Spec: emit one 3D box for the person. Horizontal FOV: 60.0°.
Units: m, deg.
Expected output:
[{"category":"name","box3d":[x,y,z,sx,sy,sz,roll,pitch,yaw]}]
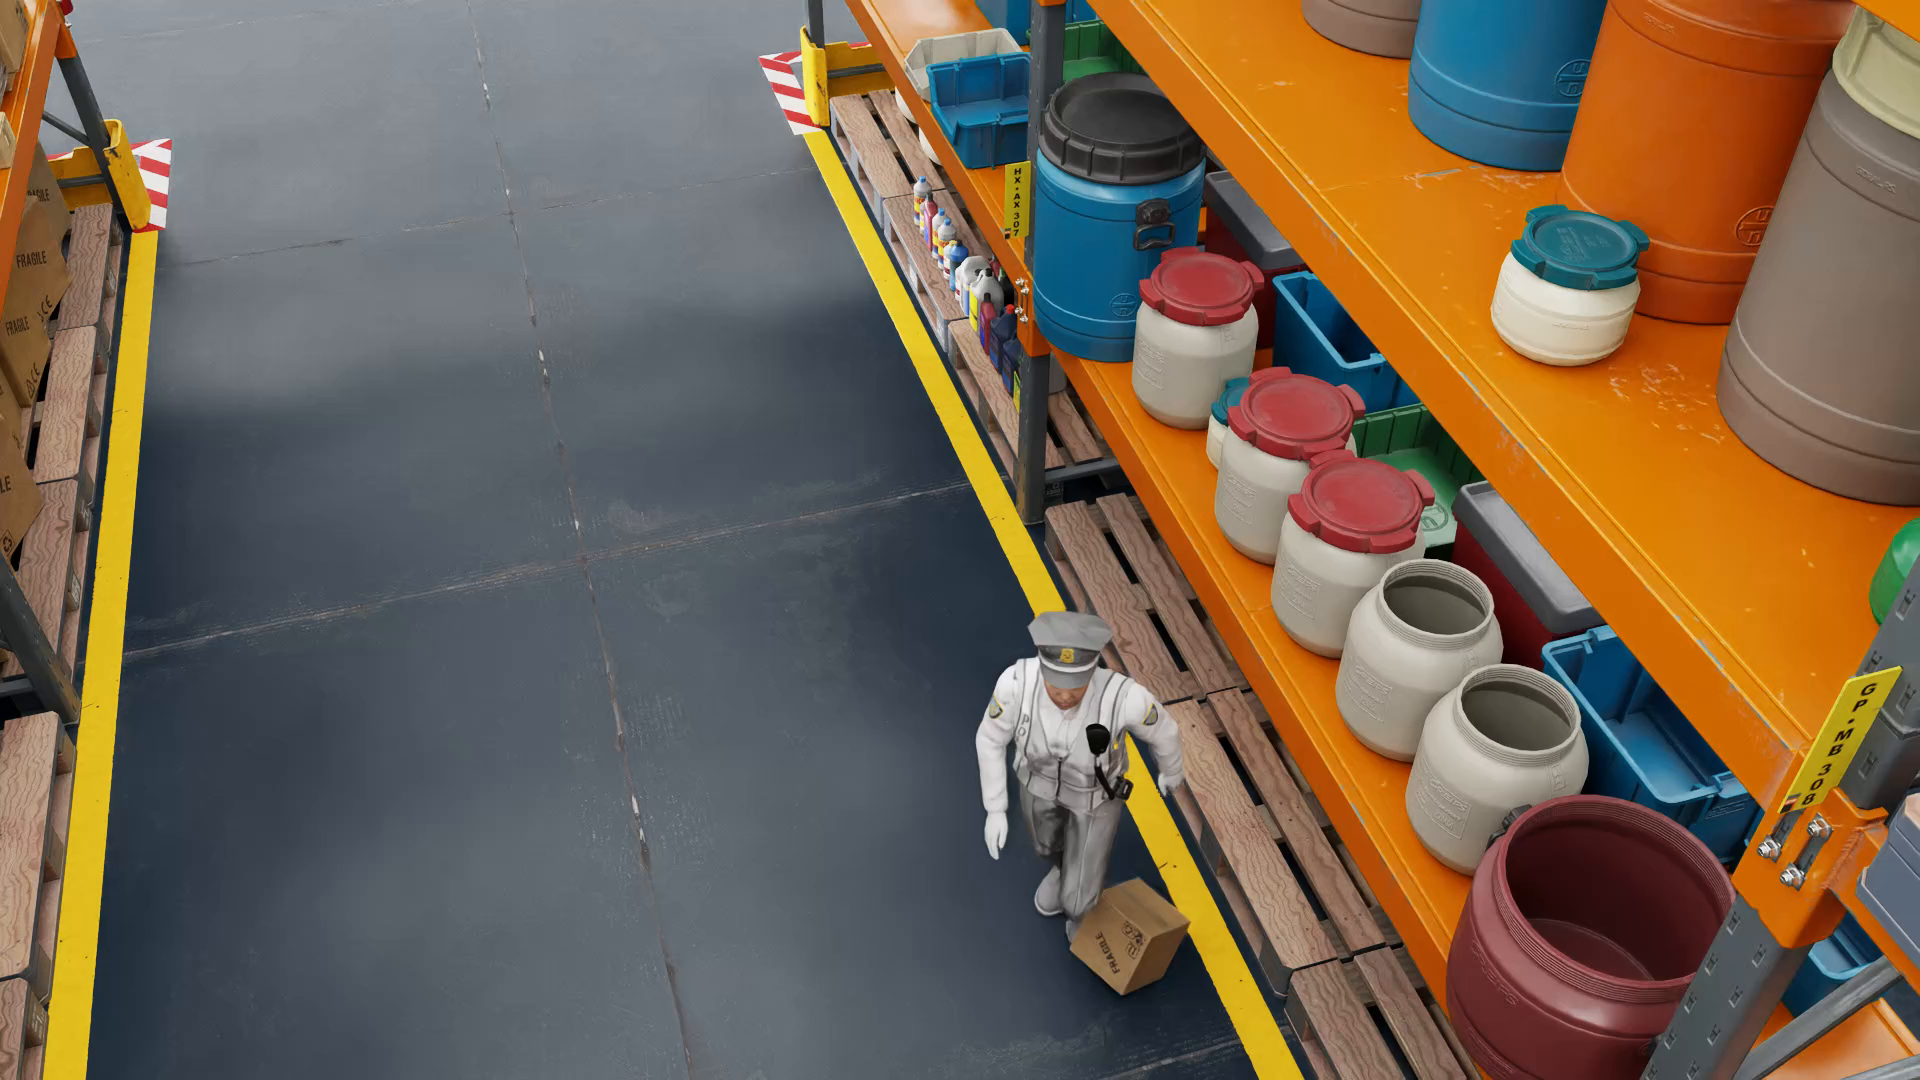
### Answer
[{"category":"person","box3d":[0.349,0.841,5.290,0.588,1.722,0.670,14,44,15]}]
